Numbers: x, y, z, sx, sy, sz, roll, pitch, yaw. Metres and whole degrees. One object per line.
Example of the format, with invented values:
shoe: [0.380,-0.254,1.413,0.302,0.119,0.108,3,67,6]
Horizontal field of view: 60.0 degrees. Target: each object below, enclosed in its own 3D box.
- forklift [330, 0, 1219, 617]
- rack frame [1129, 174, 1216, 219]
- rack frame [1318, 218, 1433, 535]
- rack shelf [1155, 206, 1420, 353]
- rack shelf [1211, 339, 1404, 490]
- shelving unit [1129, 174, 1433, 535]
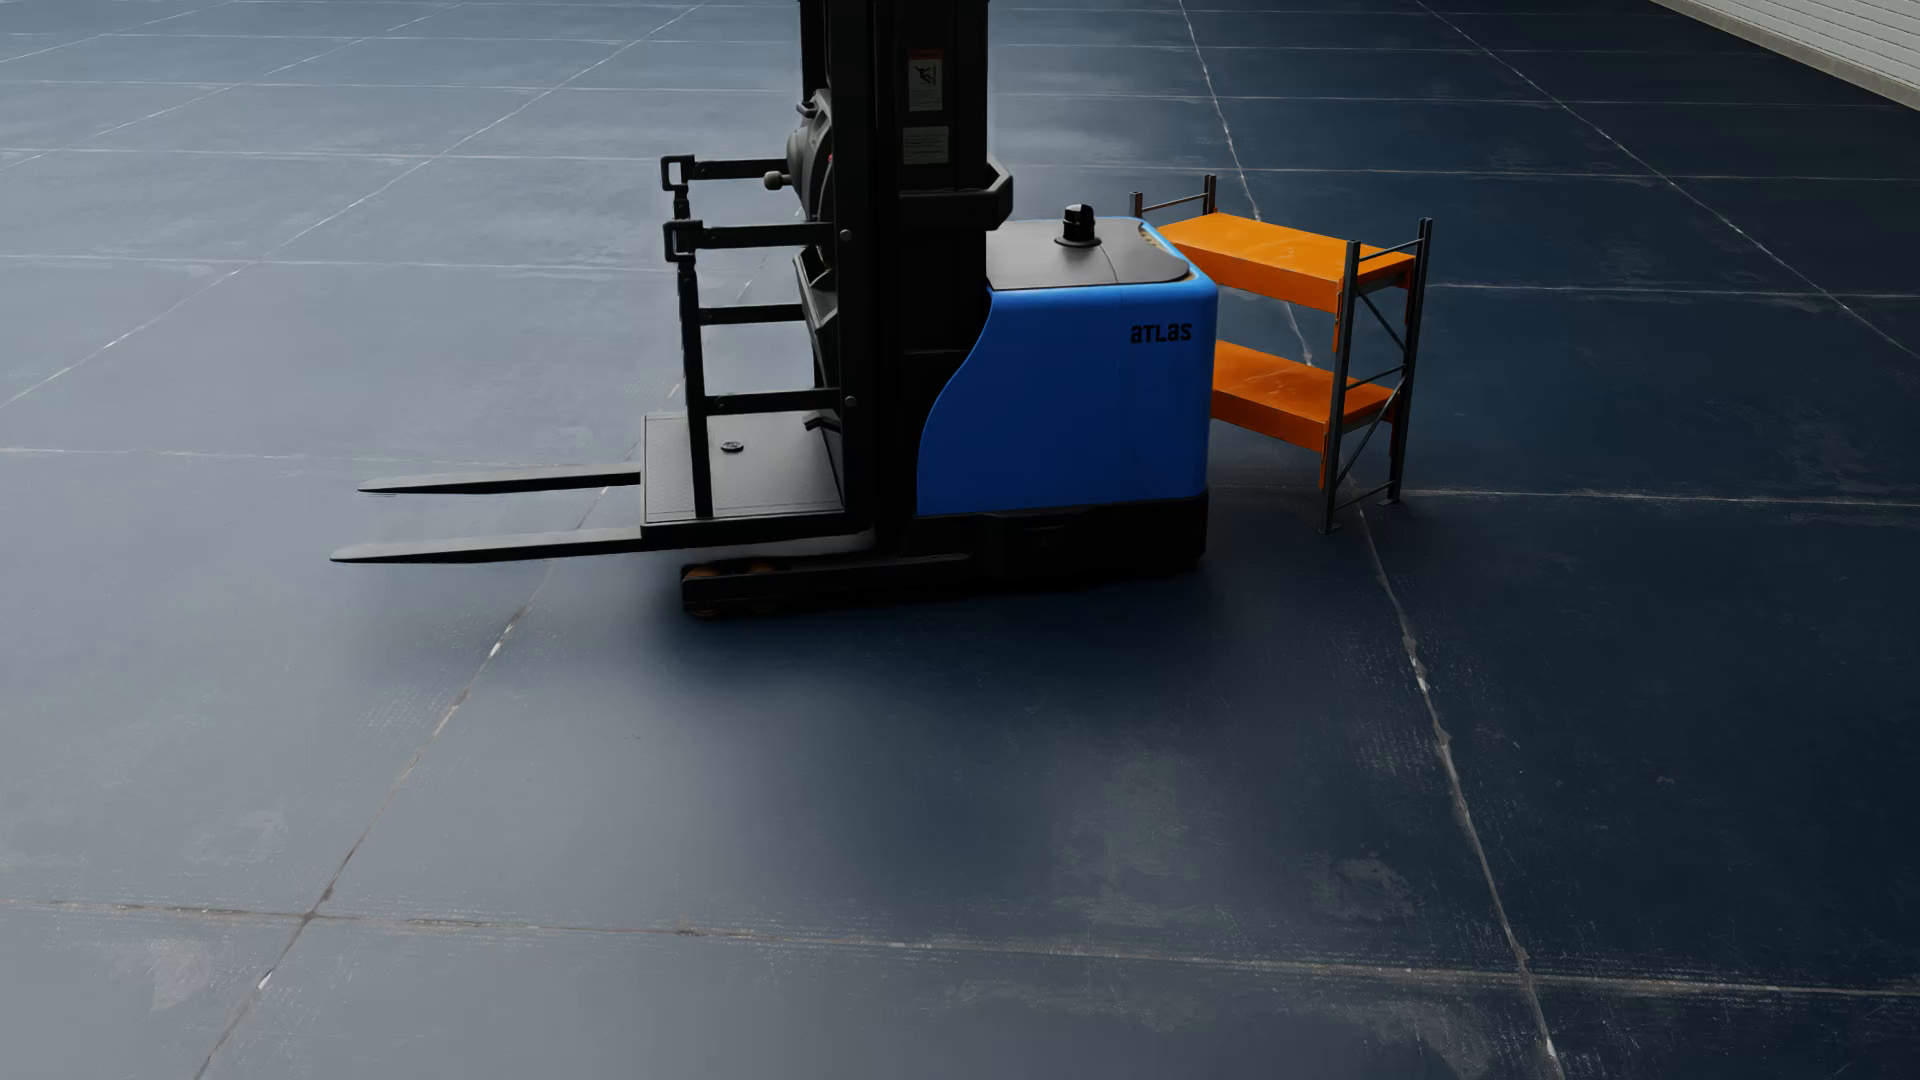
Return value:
forklift: [-0.678,-1.308,5.586,3.031,2.935,1.130,-4,25,-9]
rack frame: [0.858,-0.917,6.897,0.500,1.125,0.032,-21,32,-38]
rack frame: [1.552,-0.606,6.222,0.500,1.125,0.032,-21,32,-38]
rack shelf: [1.205,-1.027,6.437,0.538,0.278,1.000,-21,32,-38]
rack shelf: [1.205,-0.539,6.661,0.538,0.278,1.000,-21,32,-38]
shelving unit: [1.205,-0.761,6.559,0.538,1.125,1.048,-21,32,-38]
